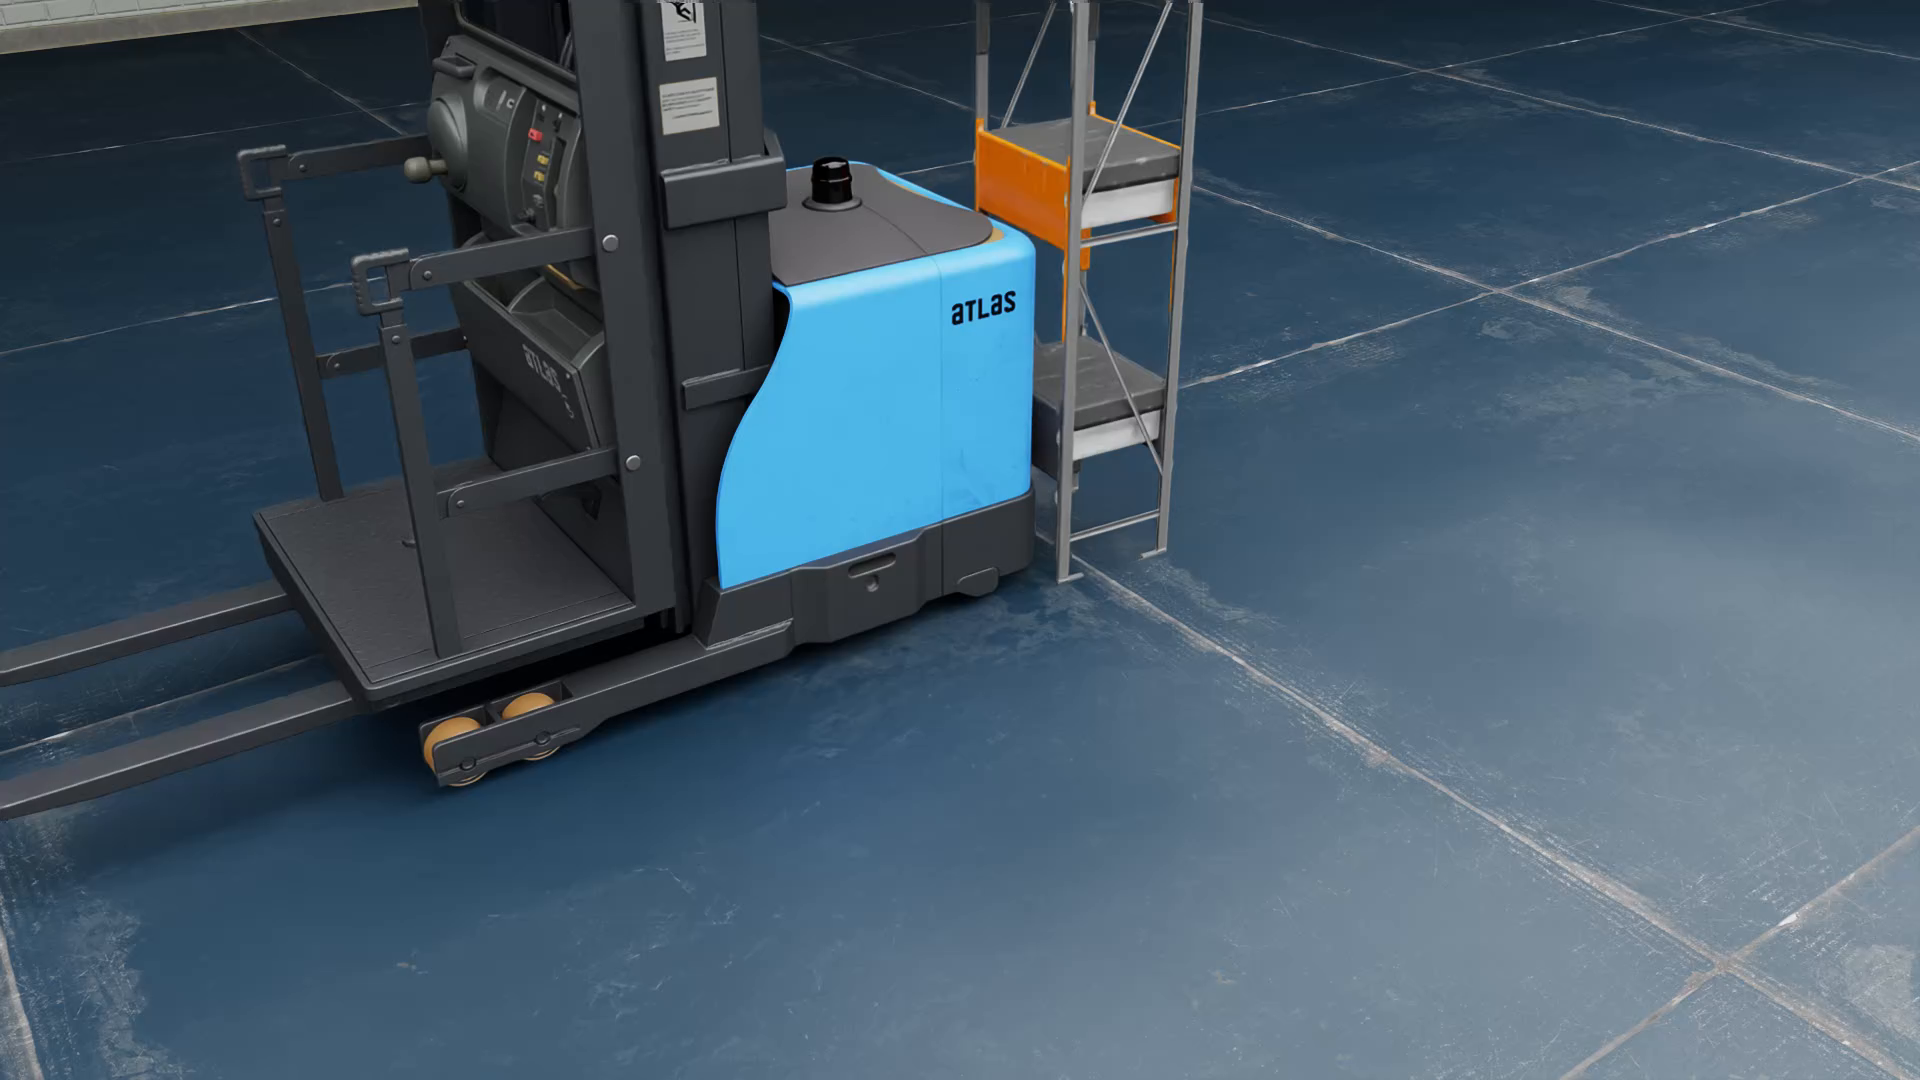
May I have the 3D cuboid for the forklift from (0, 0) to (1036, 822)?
[{"bbox_3d":[-1.285,-0.966,3.957,3.031,2.935,1.130,-18,33,-29],"label":"forklift"}]

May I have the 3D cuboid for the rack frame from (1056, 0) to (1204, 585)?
[{"bbox_3d":[0.466,-0.838,4.594,0.400,2.100,0.015,-16,32,-26],"label":"rack frame"}]

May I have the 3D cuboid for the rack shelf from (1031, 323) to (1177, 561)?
[{"bbox_3d":[0.343,-0.312,5.119,0.431,0.518,0.480,-16,32,-26],"label":"rack shelf"}]

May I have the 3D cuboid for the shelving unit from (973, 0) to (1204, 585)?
[{"bbox_3d":[0.343,-0.939,4.778,0.431,2.100,0.503,-16,32,-26],"label":"shelving unit"}]

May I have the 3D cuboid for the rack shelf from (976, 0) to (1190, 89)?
[{"bbox_3d":[0.343,-1.542,4.451,0.431,0.518,0.480,-16,32,-26],"label":"rack shelf"}]

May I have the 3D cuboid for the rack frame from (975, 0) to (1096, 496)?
[{"bbox_3d":[0.219,-1.039,4.963,0.400,2.100,0.015,-16,32,-26],"label":"rack frame"}]

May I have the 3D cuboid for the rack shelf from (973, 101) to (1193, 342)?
[{"bbox_3d":[0.343,-0.927,4.785,0.431,0.518,0.480,-16,32,-26],"label":"rack shelf"}]
